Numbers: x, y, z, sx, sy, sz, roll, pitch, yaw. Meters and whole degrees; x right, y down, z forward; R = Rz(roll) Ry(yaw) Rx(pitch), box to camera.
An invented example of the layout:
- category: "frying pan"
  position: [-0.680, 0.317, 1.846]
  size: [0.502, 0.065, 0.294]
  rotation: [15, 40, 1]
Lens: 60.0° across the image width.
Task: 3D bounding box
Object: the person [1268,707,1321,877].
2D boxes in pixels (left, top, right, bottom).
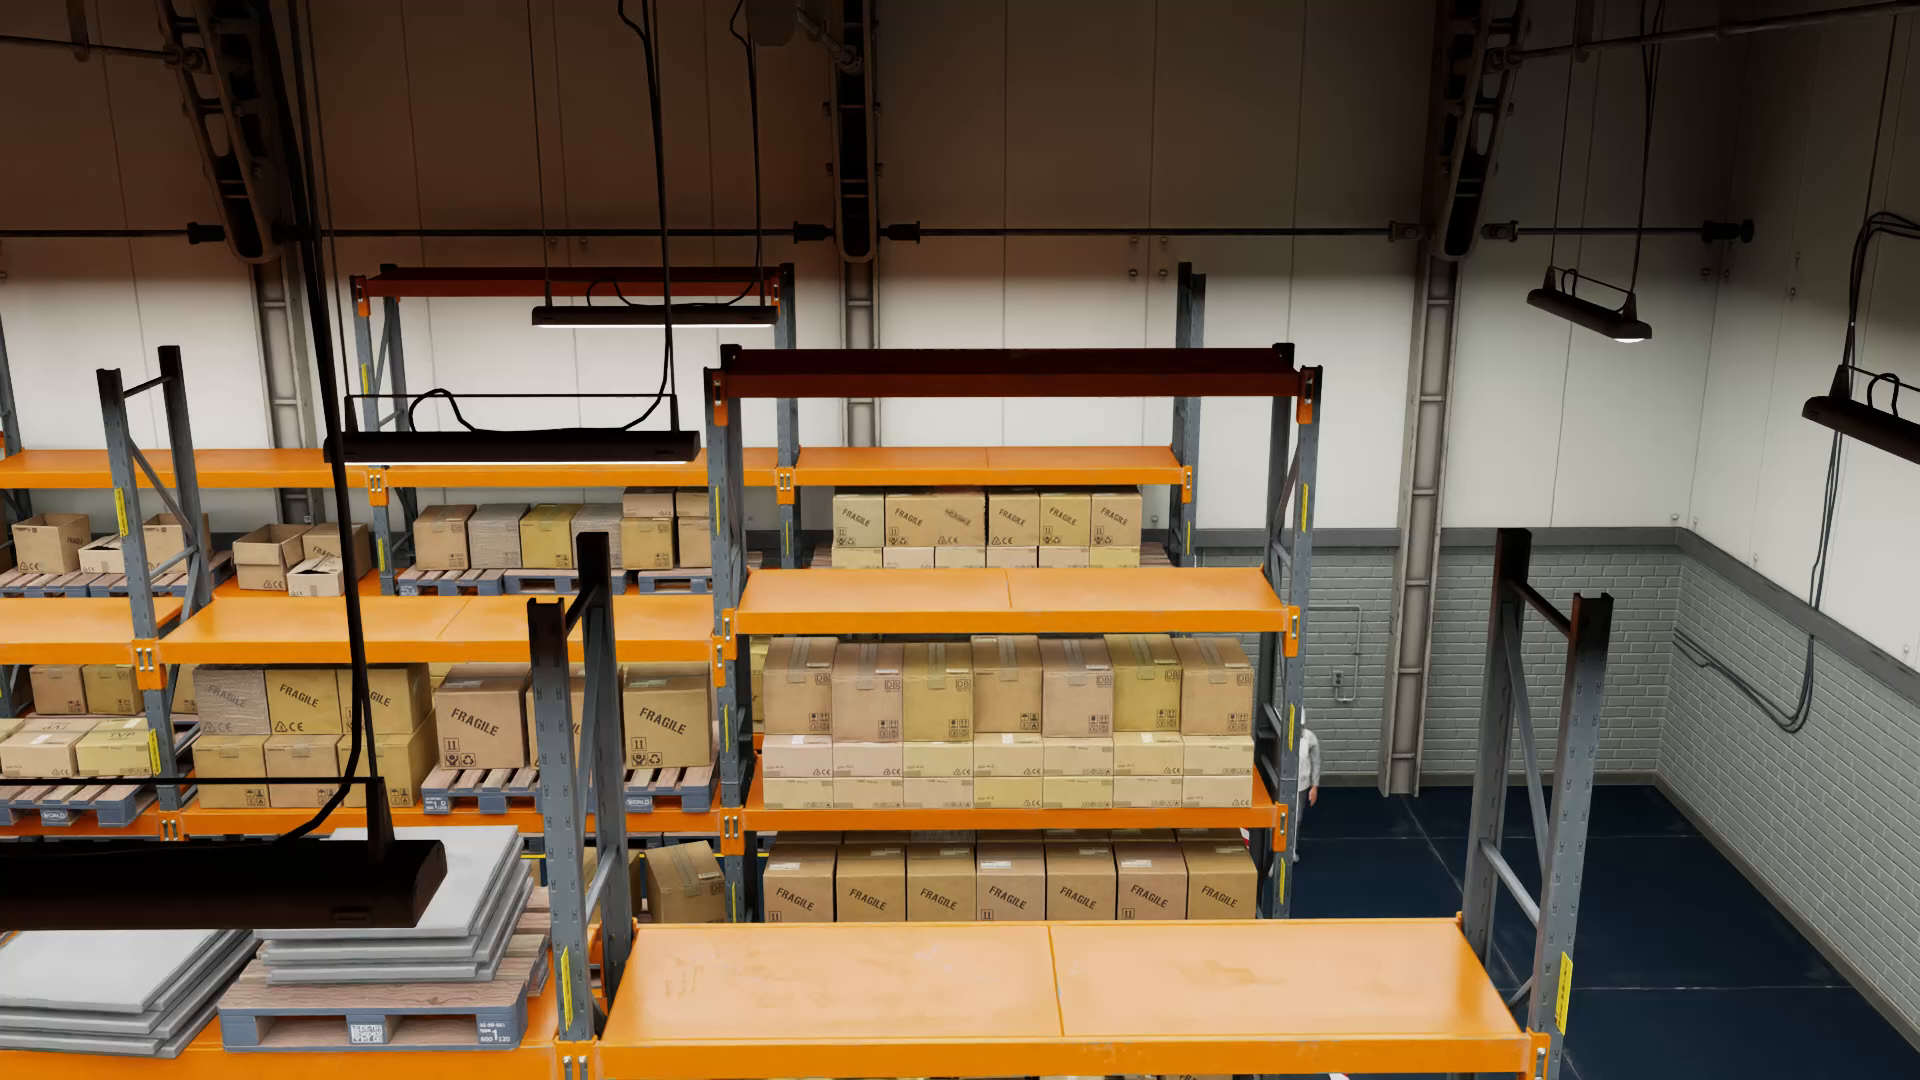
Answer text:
- category: "person"
  position: [3.358, 2.498, 16.868]
  size: [0.575, 1.790, 0.624]
  rotation: [4, 17, 13]
